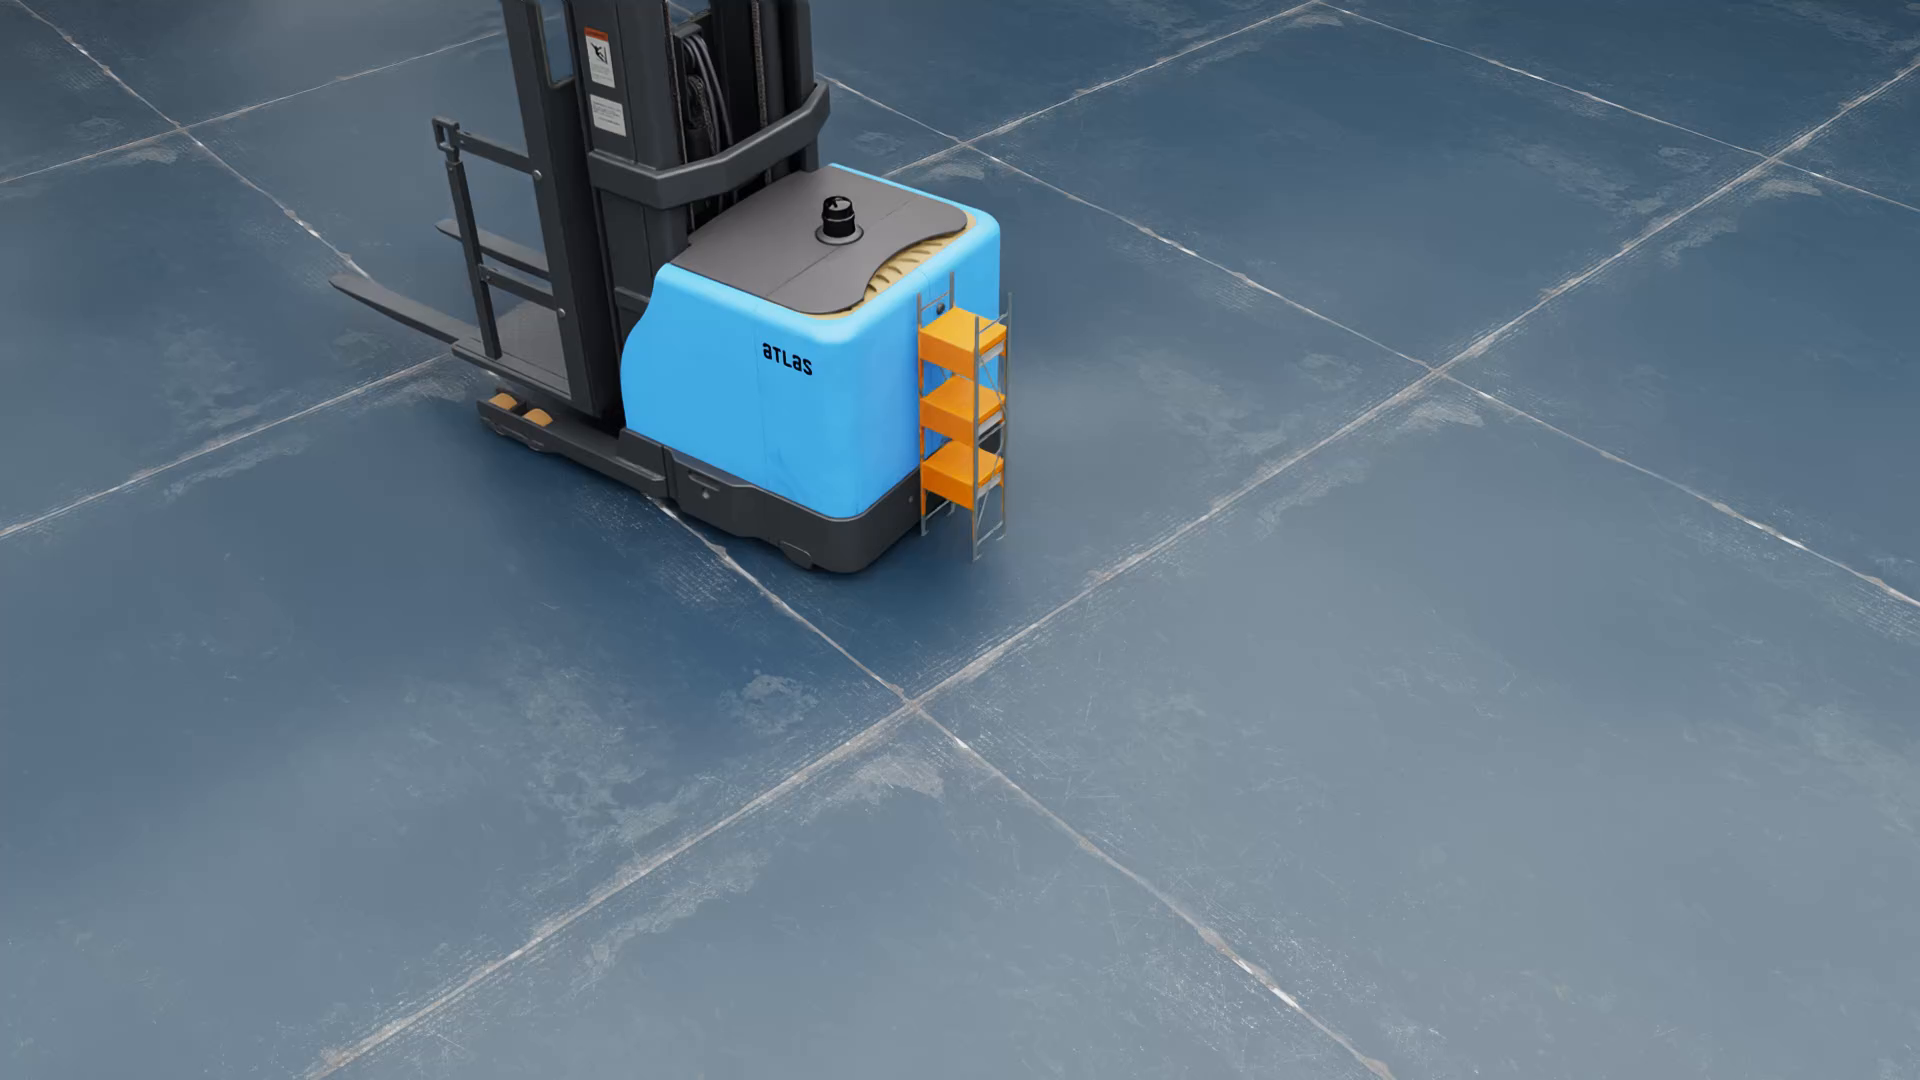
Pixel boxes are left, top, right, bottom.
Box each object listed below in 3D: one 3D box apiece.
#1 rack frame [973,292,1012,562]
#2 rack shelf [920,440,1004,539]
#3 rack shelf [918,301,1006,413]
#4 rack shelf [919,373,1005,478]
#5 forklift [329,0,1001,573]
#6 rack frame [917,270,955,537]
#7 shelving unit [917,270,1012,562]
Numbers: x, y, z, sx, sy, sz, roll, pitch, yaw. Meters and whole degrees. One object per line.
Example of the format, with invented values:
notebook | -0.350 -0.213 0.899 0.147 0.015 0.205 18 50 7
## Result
rack frame | 0.111 -0.377 5.882 0.008 1.050 0.200 25 45 28
rack shelf | 0.014 -0.199 6.120 0.240 0.259 0.215 25 45 28
rack shelf | 0.014 -0.636 5.767 0.240 0.259 0.215 25 45 28
rack shelf | 0.014 -0.415 5.946 0.240 0.259 0.215 25 45 28
forklift | -1.343 -1.748 6.082 3.031 2.935 1.130 23 44 26
rack frame | -0.083 -0.470 5.996 0.008 1.050 0.200 25 45 28
shelving unit | 0.014 -0.424 5.939 0.252 1.050 0.215 25 45 28
